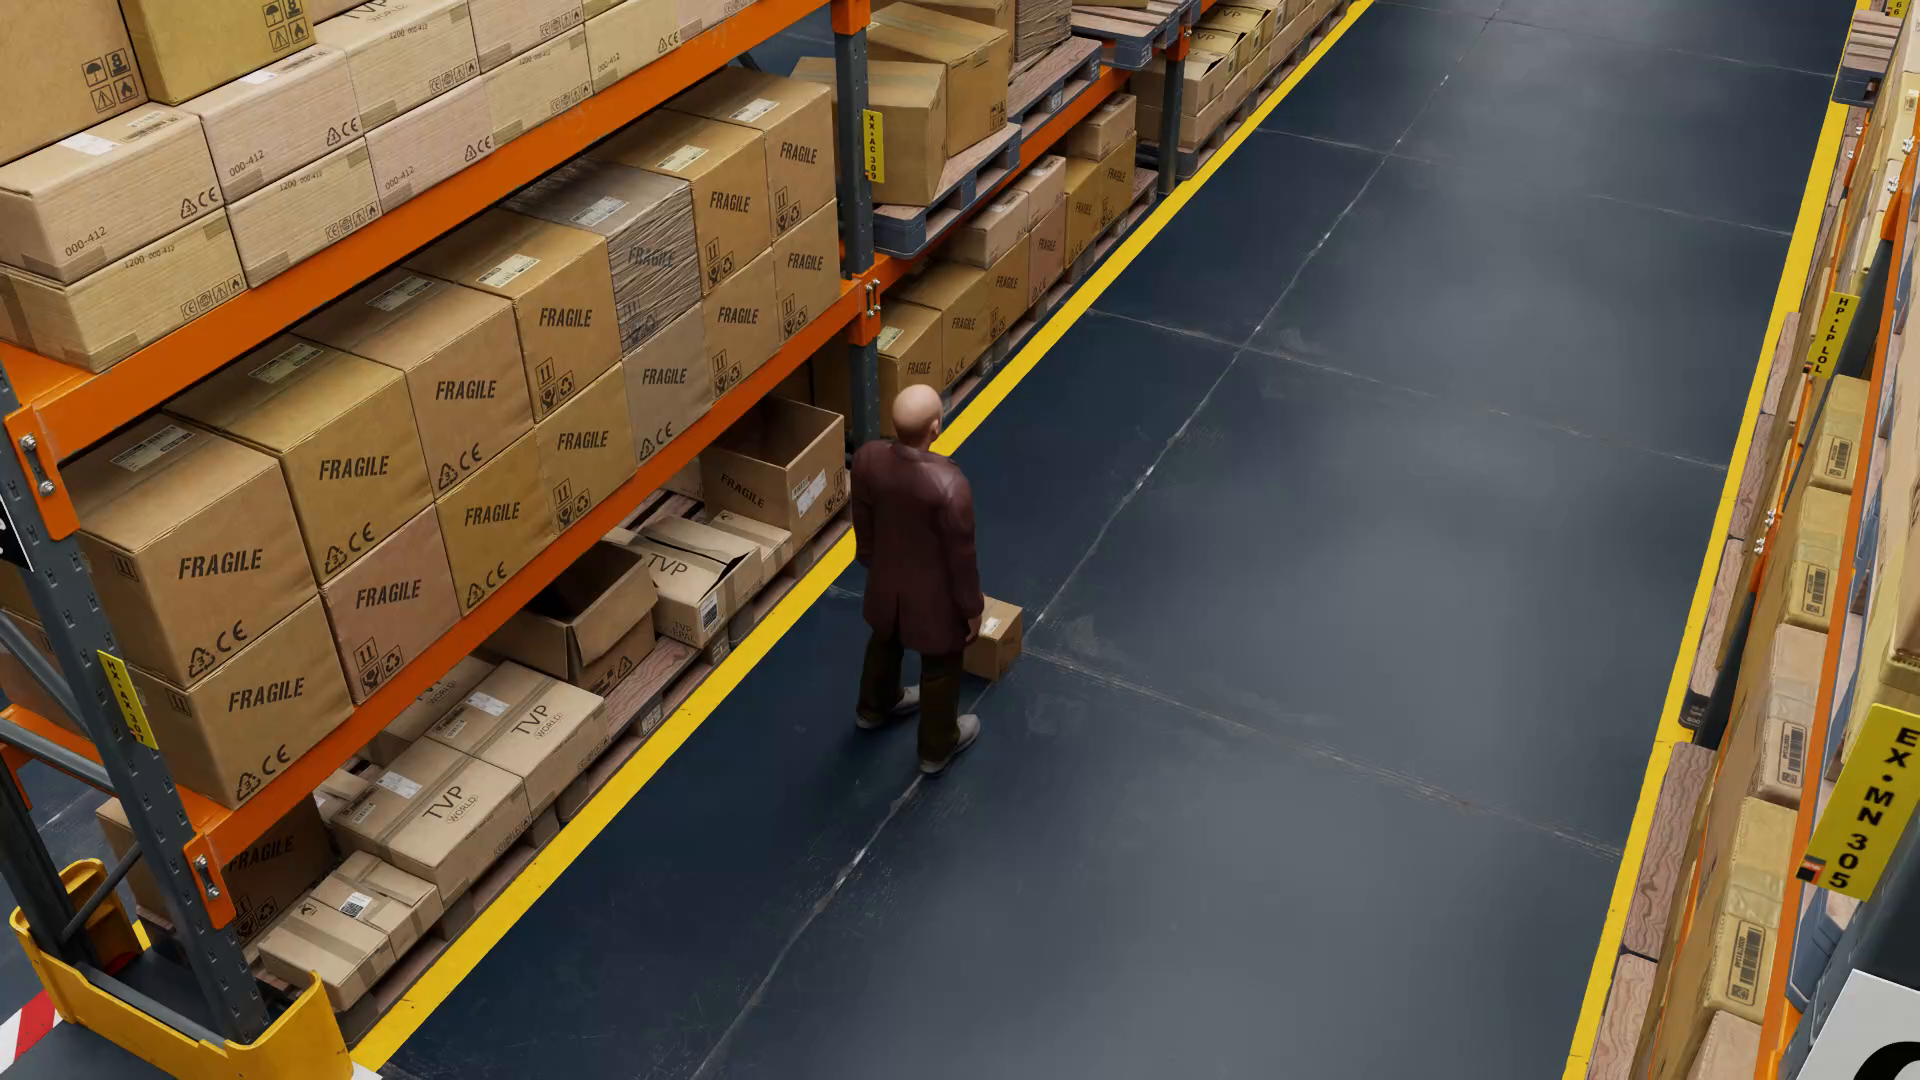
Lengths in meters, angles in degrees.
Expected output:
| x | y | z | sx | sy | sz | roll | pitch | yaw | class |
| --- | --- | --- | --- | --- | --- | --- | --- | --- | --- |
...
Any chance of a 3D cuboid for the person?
| x | y | z | sx | sy | sz | roll | pitch | yaw | class |
| --- | --- | --- | --- | --- | --- | --- | --- | --- | --- |
| -0.125 | 0.137 | 6.564 | 0.638 | 1.782 | 0.425 | 23 | 43 | 27 | person |
